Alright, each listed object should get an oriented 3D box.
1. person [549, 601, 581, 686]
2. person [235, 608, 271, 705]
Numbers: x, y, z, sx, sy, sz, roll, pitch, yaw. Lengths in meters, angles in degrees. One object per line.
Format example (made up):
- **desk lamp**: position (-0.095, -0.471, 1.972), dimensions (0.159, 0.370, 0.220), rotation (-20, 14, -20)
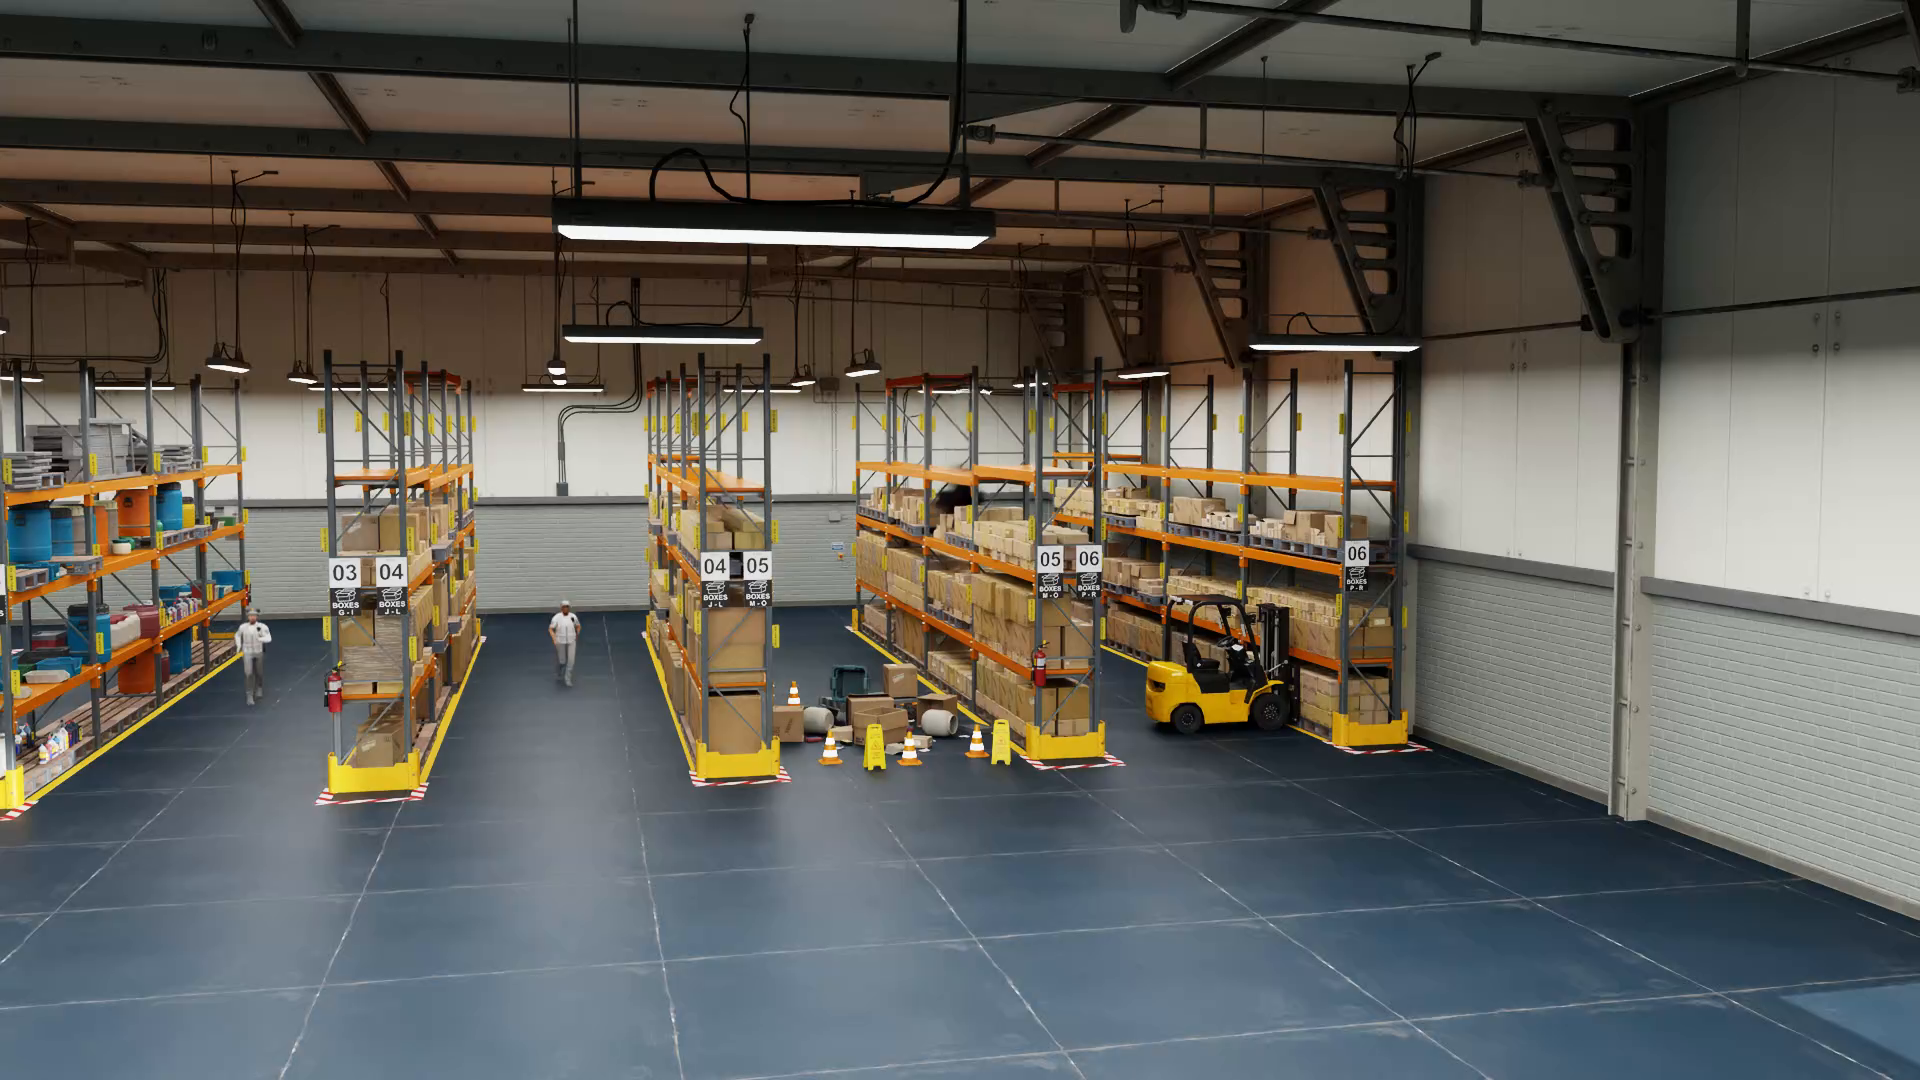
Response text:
- **person**: position (-7.590, 1.977, 32.047), dimensions (0.602, 1.631, 0.575), rotation (-2, 4, -22)
- **person**: position (-12.694, 2.056, 29.887), dimensions (0.604, 1.705, 0.914), rotation (-2, 4, -22)
